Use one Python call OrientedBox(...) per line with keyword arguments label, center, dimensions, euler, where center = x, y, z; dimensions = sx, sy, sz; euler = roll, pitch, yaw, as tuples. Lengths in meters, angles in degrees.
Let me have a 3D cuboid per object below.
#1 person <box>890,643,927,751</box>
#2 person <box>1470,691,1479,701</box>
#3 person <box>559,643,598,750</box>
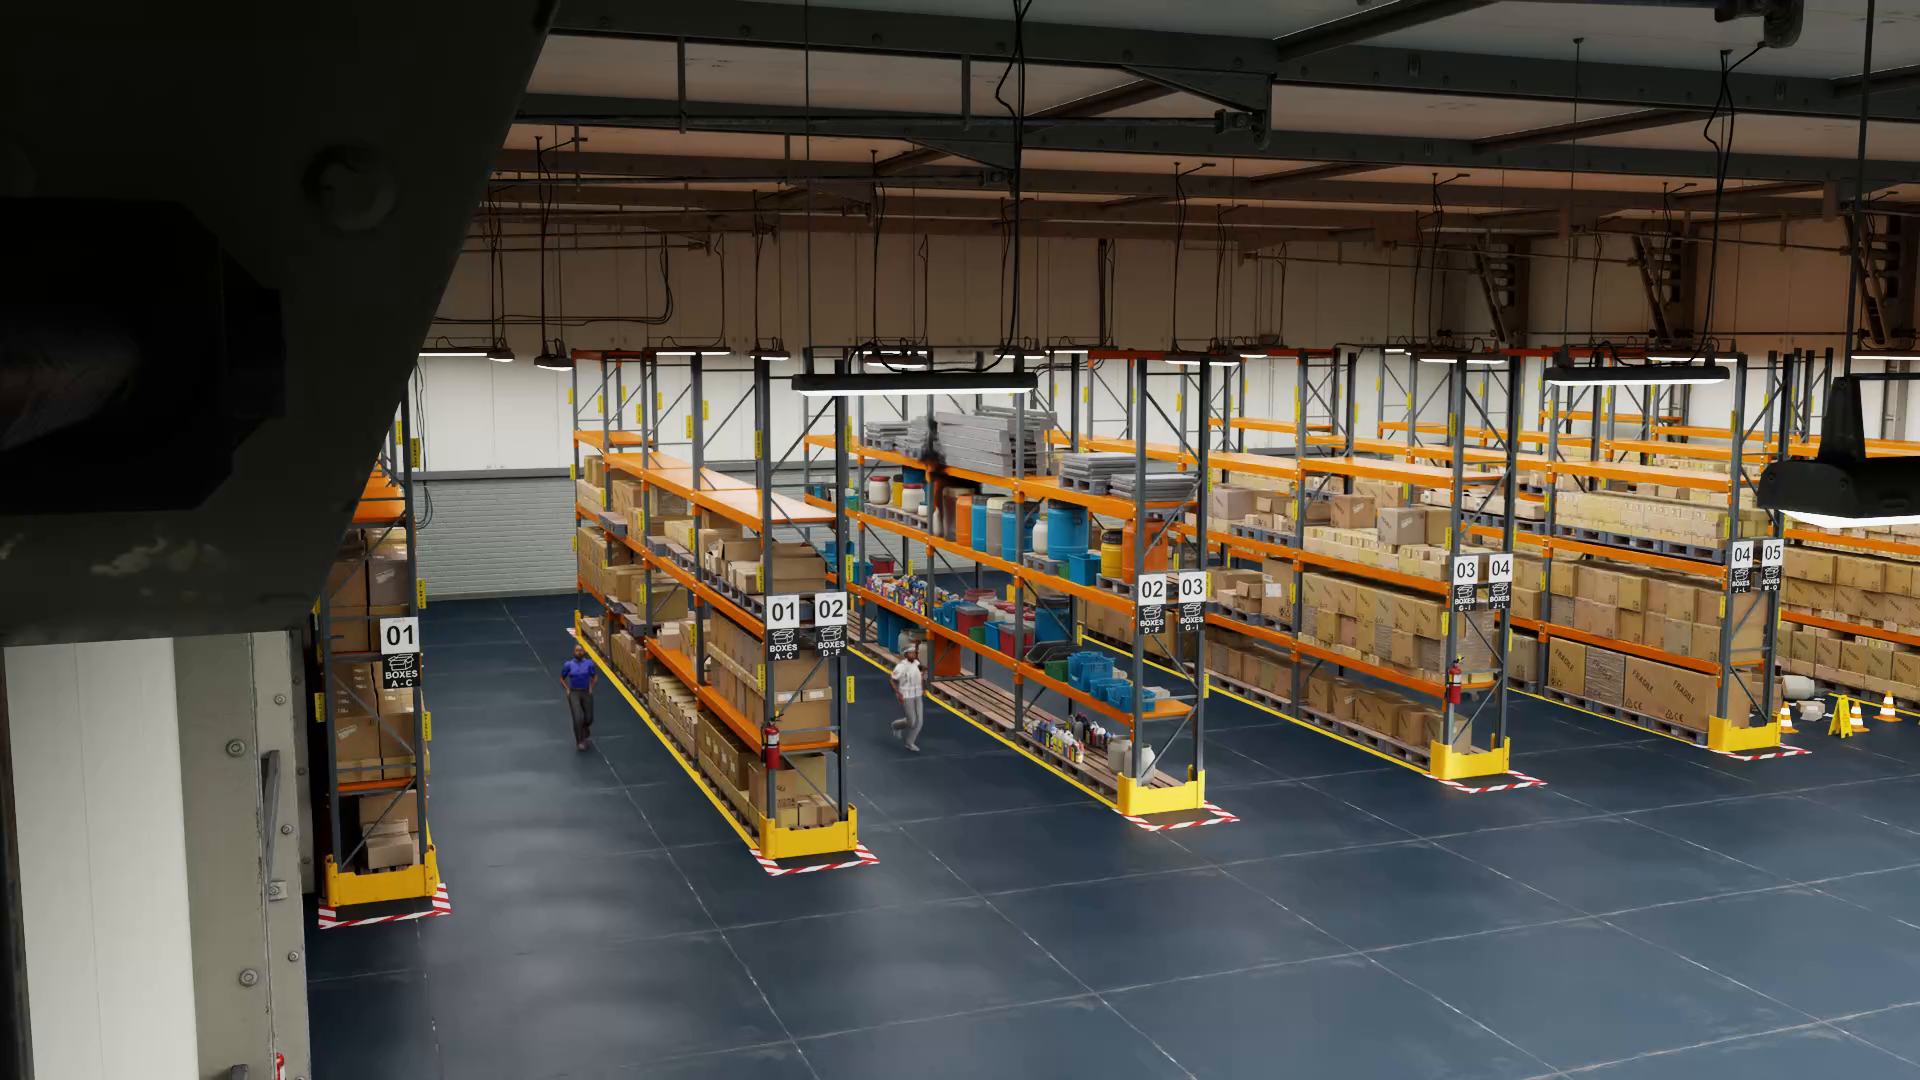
OrientedBox(label="person", center=(-0.772, 2.376, 25.340), dimensions=(0.581, 1.660, 0.560), euler=(-6, 9, -38))
OrientedBox(label="person", center=(8.804, 1.927, 28.968), dimensions=(0.626, 1.707, 0.831), euler=(-2, 7, -18))
OrientedBox(label="person", center=(-5.827, 2.376, 25.452), dimensions=(0.576, 1.604, 0.592), euler=(-2, 7, -19))
